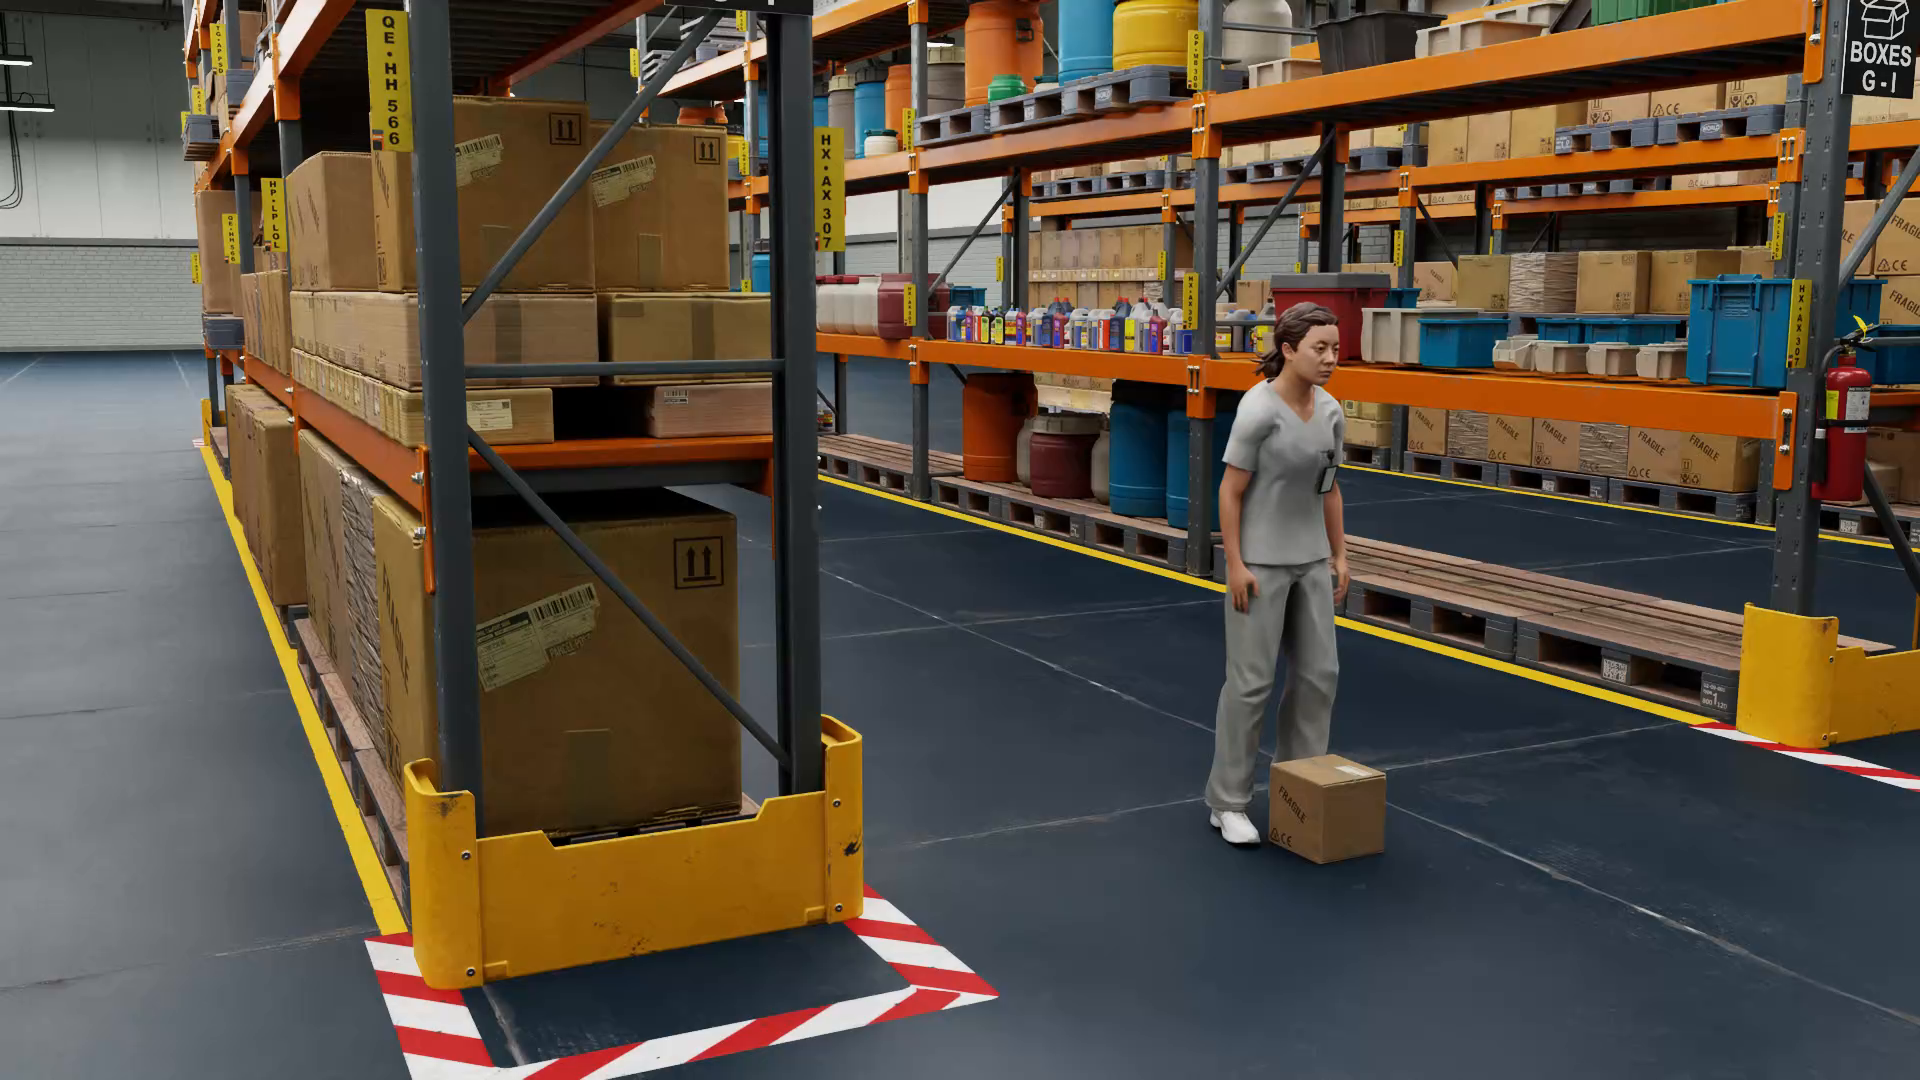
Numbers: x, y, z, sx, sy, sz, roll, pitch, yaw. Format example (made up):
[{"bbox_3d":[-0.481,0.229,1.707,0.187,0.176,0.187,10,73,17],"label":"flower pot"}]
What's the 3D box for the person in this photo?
[{"bbox_3d":[1.032,0.095,5.223,0.514,1.672,0.412,-5,10,-29],"label":"person"}]
